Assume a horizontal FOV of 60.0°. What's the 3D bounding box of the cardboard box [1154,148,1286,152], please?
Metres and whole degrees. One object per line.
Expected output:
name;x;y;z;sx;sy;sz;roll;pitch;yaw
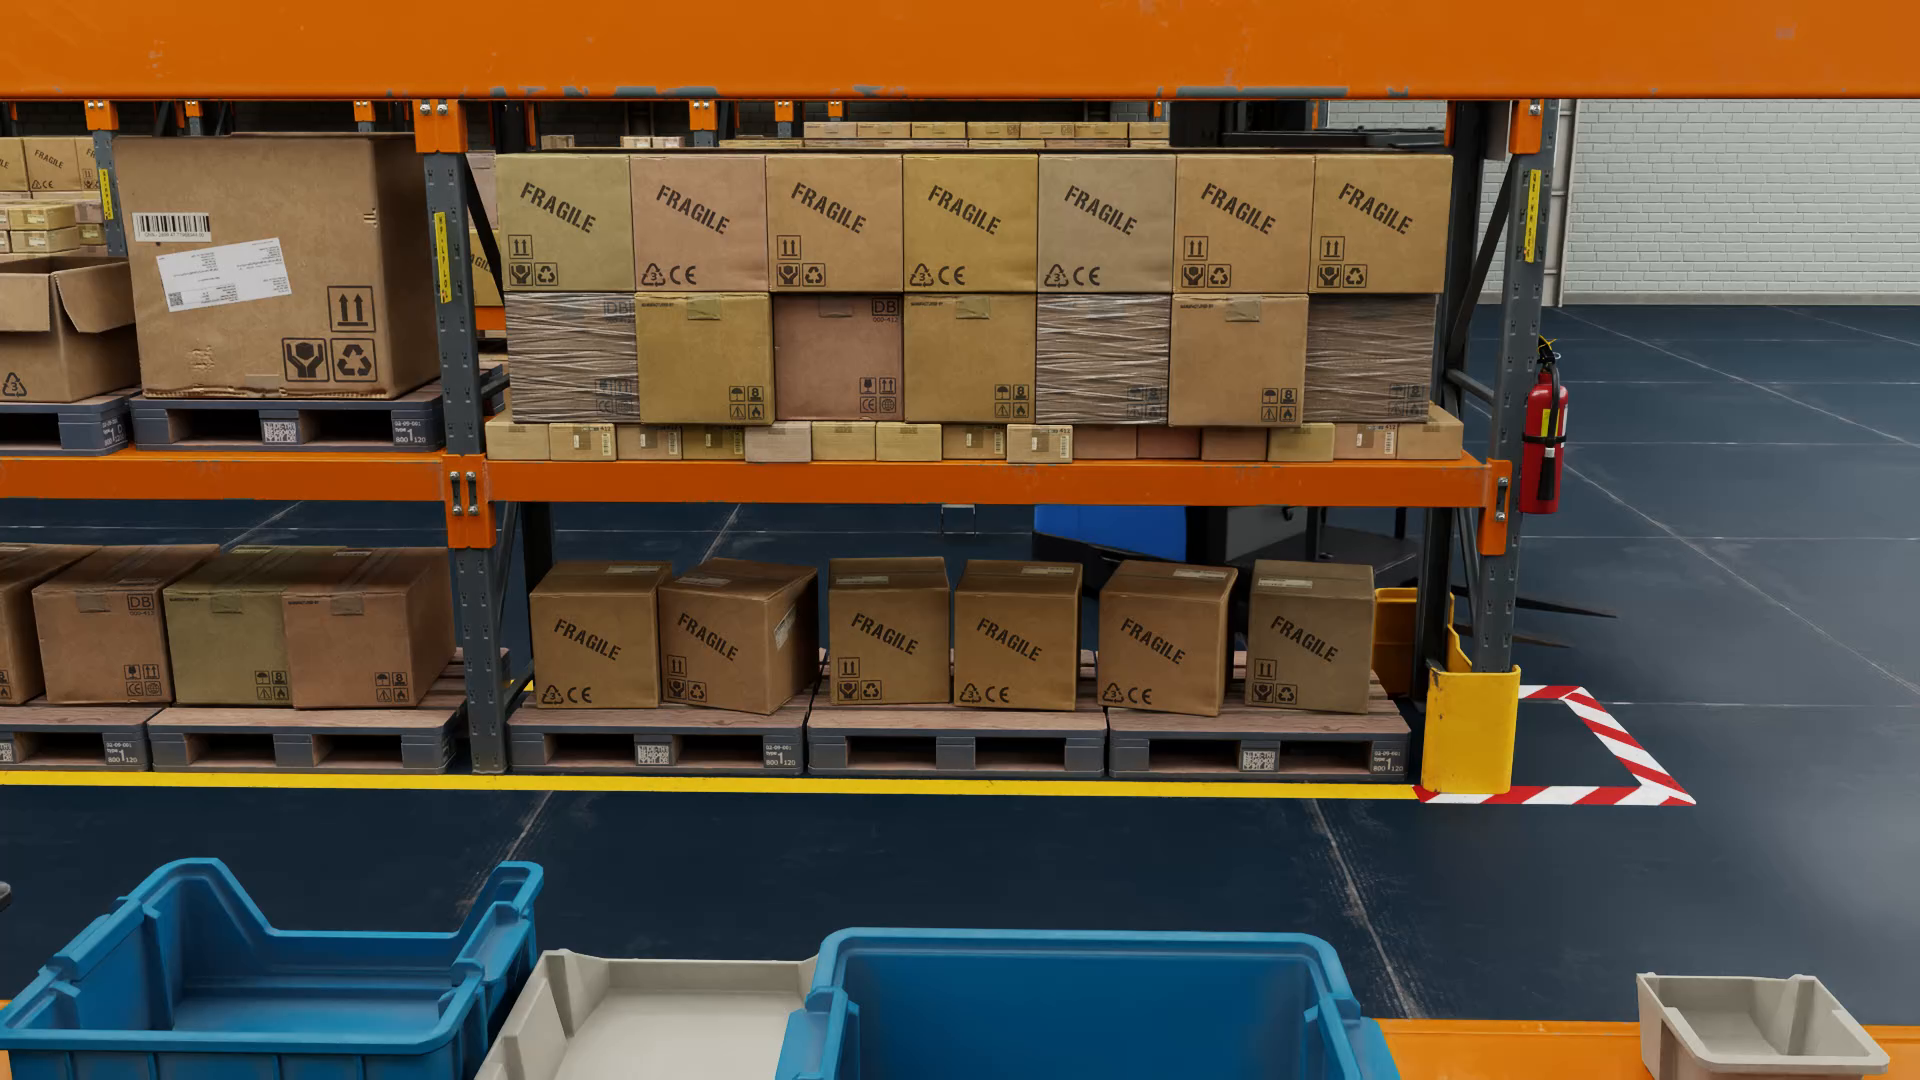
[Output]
cardboard box;1.058;-1.352;6.846;0.500;0.500;0.500;0;15;1

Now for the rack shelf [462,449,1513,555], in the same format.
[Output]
rack shelf;0.101;-0.263;6.869;4.000;0.370;1.077;0;15;1

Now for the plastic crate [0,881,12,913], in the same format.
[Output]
plastic crate;-1.505;0.705;1.911;0.504;0.338;0.767;0;15;1

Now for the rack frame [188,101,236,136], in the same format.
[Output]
rack frame;-9.520;-4.470;21.401;0.127;3.000;1.000;0;15;1

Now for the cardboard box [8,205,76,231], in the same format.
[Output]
cardboard box;-6.171;-2.170;11.189;0.250;0.149;0.380;0;15;-1

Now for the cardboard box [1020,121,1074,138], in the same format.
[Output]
cardboard box;0.819;-3.731;15.863;0.500;0.500;0.700;0;15;1

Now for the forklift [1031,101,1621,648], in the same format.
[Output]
forklift;1.853;-1.026;8.483;3.031;2.935;1.130;12;19;39

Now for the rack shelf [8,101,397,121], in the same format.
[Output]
rack shelf;-7.644;-4.293;16.263;4.000;0.370;1.077;0;15;1

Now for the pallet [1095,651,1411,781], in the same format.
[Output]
pallet;1.213;0.735;7.139;1.213;0.211;1.003;0;15;1

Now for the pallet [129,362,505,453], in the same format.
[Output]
pallet;-2.659;-0.574;7.010;1.213;0.211;1.003;0;15;1

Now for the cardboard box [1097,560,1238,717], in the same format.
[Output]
cardboard box;0.878;0.404;7.006;0.500;0.500;0.500;4;15;16

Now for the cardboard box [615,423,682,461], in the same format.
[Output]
cardboard box;-1.191;-0.425;6.564;0.250;0.149;0.380;0;15;1

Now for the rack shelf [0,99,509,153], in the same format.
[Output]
rack shelf;-3.898;-1.740;6.585;4.000;0.370;1.077;0;15;1

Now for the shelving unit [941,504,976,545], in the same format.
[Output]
shelving unit;-0.008;-0.435;10.225;0.210;0.900;0.258;0;15;1

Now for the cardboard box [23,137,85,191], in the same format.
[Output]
cardboard box;-8.701;-3.663;16.188;0.500;0.500;0.500;0;15;1

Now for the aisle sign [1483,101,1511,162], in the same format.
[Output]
aisle sign;2.170;-1.931;6.684;0.004;0.787;0.394;0;15;1

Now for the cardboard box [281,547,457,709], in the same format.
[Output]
cardboard box;-2.512;0.362;7.125;0.500;0.500;0.700;-1;15;-3

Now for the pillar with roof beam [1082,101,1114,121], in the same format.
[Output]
pillar with roof beam;1.693;-6.429;17.066;0.400;9.000;9.100;0;15;1

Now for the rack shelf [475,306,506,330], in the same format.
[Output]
rack shelf;-3.670;-1.554;11.759;4.000;0.370;1.077;0;15;1

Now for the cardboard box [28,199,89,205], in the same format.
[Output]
cardboard box;-6.395;-2.337;11.822;0.250;0.149;0.380;0;15;0

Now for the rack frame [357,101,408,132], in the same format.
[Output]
rack frame;-5.644;-3.178;16.504;0.127;3.000;1.000;0;15;1

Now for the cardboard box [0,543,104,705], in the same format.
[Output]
cardboard box;-4.105;0.347;7.182;0.500;0.500;0.700;2;15;6

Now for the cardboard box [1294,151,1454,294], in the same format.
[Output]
cardboard box;1.544;-1.214;6.324;0.500;0.500;0.500;0;15;1

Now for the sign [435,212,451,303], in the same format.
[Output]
sign;-1.909;-1.043;6.142;0.005;0.325;0.100;0;15;1

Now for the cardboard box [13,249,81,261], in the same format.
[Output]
cardboard box;-6.175;-1.882;11.263;0.250;0.149;0.380;1;15;2

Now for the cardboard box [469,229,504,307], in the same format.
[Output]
cardboard box;-3.210;-1.879;11.385;0.500;0.500;0.500;1;15;2

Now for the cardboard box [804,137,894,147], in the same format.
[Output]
cardboard box;-0.750;-2.498;11.518;0.550;0.550;0.875;0;15;1

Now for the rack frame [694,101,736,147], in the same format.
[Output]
rack frame;-1.671;-1.889;11.618;0.127;3.000;1.000;0;15;1

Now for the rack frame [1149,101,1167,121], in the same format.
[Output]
rack frame;2.476;-4.391;21.105;0.127;3.000;1.000;0;15;1

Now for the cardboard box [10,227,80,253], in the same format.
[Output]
cardboard box;-6.175;-2.027;11.230;0.250;0.149;0.380;1;15;3

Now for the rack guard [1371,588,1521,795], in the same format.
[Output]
rack guard;2.024;0.610;7.048;0.348;0.500;1.175;0;15;1

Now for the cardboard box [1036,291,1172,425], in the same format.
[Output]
cardboard box;0.549;-0.788;6.668;0.500;0.500;0.875;0;15;1

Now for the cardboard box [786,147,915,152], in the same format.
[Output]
cardboard box;-0.442;-1.361;6.879;0.500;0.500;0.500;0;15;1

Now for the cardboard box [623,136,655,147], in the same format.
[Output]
cardboard box;-3.077;-3.803;16.000;0.250;0.149;0.380;0;15;-1

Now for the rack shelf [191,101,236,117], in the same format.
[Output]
rack shelf;-7.521;-5.559;21.061;4.000;0.370;1.077;0;15;1

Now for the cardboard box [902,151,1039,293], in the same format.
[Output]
cardboard box;0.045;-1.226;6.366;0.500;0.500;0.500;0;15;1

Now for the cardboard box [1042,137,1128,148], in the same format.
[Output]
cardboard box;0.849;-2.488;11.479;0.550;0.550;0.875;0;15;1

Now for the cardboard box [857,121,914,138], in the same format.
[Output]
cardboard box;-0.701;-3.760;15.973;0.500;0.500;0.700;0;15;2

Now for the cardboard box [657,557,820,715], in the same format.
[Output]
cardboard box;-0.927;0.396;7.036;0.500;0.500;0.500;5;16;19

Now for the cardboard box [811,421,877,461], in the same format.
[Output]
cardboard box;-0.441;-0.423;6.555;0.250;0.149;0.380;0;15;1

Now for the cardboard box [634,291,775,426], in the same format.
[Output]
cardboard box;-0.951;-0.786;6.658;0.500;0.500;0.875;0;15;1

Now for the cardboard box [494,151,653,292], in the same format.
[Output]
cardboard box;-1.455;-1.232;6.391;0.500;0.500;0.500;0;15;1

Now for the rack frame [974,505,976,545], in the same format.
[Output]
rack frame;0.094;-0.435;10.223;0.006;0.900;0.240;0;15;1

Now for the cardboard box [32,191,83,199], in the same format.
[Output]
cardboard box;-8.688;-3.302;16.289;0.500;0.250;0.500;1;15;2

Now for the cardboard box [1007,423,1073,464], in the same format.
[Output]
cardboard box;0.308;-0.409;6.503;0.250;0.149;0.380;0;15;1

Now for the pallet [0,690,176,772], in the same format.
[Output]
pallet;-3.900;0.712;7.227;1.213;0.211;1.003;0;15;1

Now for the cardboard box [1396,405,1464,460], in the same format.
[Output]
cardboard box;1.810;-0.426;6.567;0.250;0.149;0.380;0;15;1

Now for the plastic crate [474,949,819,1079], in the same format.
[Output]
plastic crate;-0.395;0.712;2.277;0.437;0.136;0.530;0;15;1

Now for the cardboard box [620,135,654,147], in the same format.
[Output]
cardboard box;-3.195;-3.935;16.499;0.250;0.149;0.380;1;15;5

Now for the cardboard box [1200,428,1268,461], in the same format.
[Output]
cardboard box;1.059;-0.422;6.551;0.250;0.149;0.380;0;15;1
